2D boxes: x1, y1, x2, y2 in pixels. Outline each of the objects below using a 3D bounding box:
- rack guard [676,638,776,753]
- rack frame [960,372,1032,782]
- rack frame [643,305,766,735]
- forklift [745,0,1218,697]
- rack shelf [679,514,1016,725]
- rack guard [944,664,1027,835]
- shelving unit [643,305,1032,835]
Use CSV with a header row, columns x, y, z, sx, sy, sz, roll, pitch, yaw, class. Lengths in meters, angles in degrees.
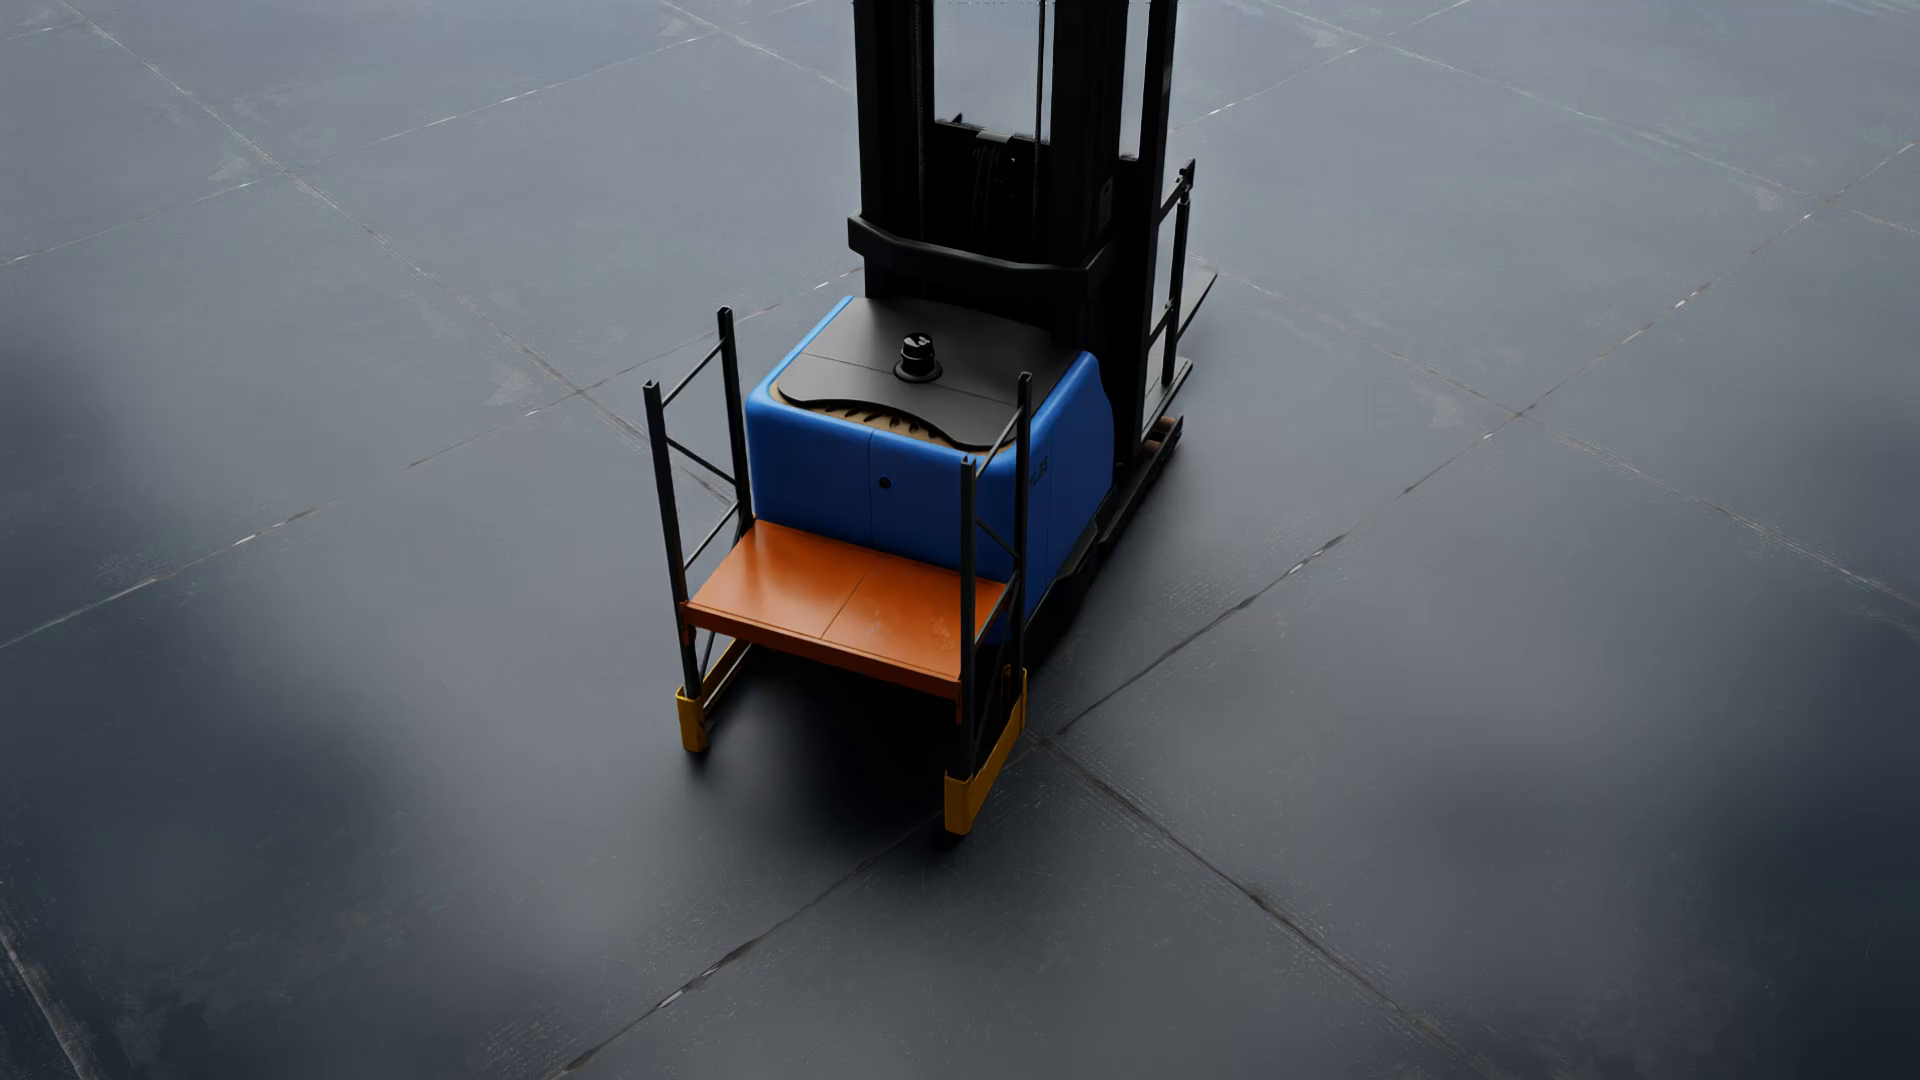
x,y,z,sx,sy,sz,roll,pitch,yaw,class
-0.831,0.473,5.966,0.087,0.250,0.587,14,41,17,rack guard
0.109,0.227,5.275,0.032,1.500,0.500,14,41,17,rack frame
-0.833,-0.014,5.574,0.032,1.500,0.500,14,41,17,rack frame
0.315,-1.503,6.278,1.130,2.935,3.031,16,42,19,forklift
-0.362,0.247,5.537,1.000,0.185,0.538,14,41,17,rack shelf
0.091,0.709,5.674,0.087,0.250,0.587,14,41,17,rack guard
-0.370,0.104,5.427,1.083,1.500,0.587,14,41,17,shelving unit
